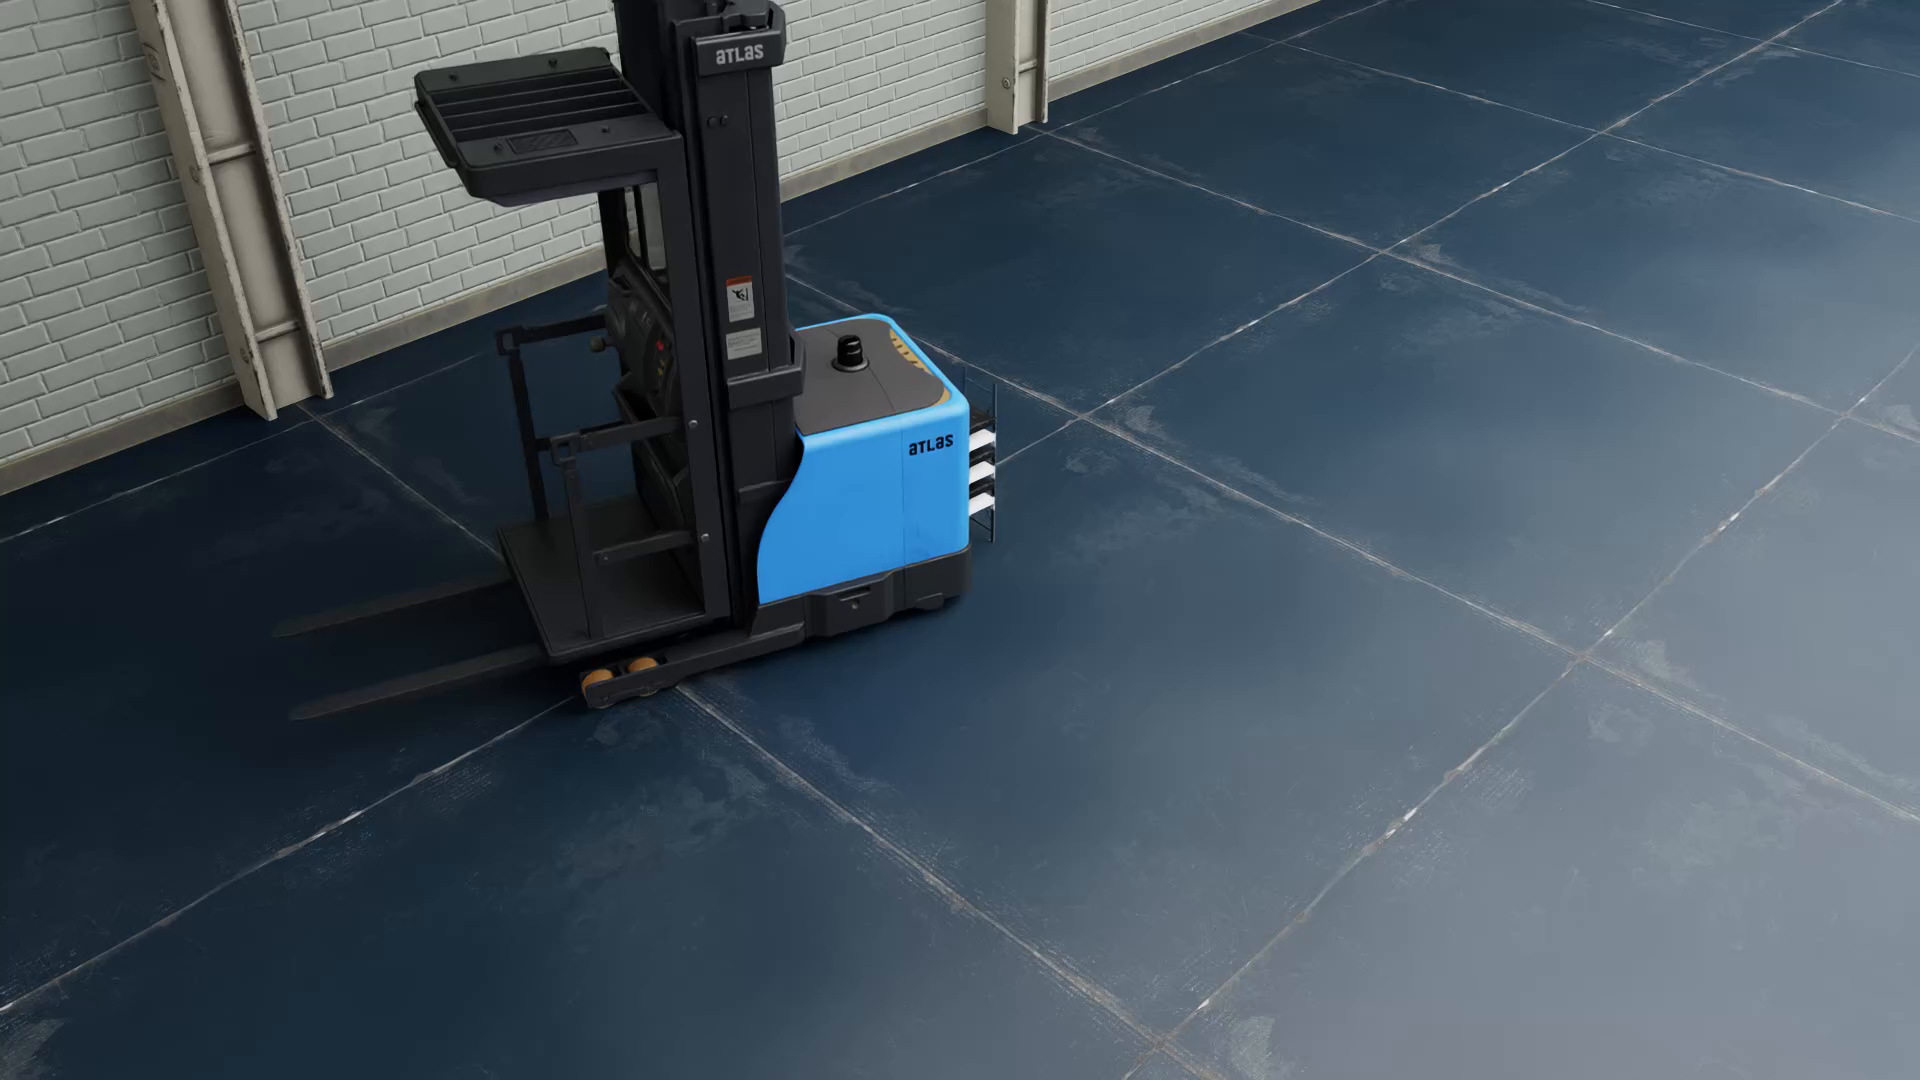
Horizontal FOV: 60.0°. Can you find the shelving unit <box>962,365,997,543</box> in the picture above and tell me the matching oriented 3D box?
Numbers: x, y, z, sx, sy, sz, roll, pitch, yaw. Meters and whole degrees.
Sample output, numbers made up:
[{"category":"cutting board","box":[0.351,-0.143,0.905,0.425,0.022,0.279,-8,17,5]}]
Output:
[{"category":"shelving unit","box":[0.013,-0.368,7.991,0.210,0.900,0.258,-26,42,-32]}]

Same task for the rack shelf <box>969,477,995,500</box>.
[{"category":"rack shelf","box":[0.013,-0.267,8.062,0.200,0.077,0.258,-26,42,-32]}]

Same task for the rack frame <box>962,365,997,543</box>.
[{"category":"rack frame","box":[0.091,-0.406,8.045,0.006,0.900,0.240,-26,42,-32]}]

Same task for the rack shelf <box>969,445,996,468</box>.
[{"category":"rack shelf","box":[0.013,-0.415,7.959,0.200,0.077,0.258,-26,42,-32]}]

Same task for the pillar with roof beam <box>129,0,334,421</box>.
[{"category":"pillar with roof beam","box":[-0.738,-2.754,4.333,9.100,9.000,0.400,30,45,35]}]

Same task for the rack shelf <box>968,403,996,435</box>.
[{"category":"rack shelf","box":[0.013,-0.562,7.856,0.200,0.077,0.258,-26,42,-32]}]

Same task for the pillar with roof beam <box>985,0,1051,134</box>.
[{"category":"pillar with roof beam","box":[3.490,-5.190,7.825,9.100,9.000,0.400,30,45,35]}]

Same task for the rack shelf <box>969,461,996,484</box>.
[{"category":"rack shelf","box":[0.013,-0.341,8.010,0.200,0.077,0.258,-26,42,-32]}]

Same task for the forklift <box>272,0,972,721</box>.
[{"category":"forklift","box":[-1.505,-0.819,6.862,3.031,2.935,1.130,-15,38,-20]}]

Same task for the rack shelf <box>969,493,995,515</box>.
[{"category":"rack shelf","box":[0.013,-0.193,8.113,0.200,0.077,0.258,-26,42,-32]}]

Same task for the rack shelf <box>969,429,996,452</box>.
[{"category":"rack shelf","box":[0.013,-0.488,7.907,0.200,0.077,0.258,-26,42,-32]}]
